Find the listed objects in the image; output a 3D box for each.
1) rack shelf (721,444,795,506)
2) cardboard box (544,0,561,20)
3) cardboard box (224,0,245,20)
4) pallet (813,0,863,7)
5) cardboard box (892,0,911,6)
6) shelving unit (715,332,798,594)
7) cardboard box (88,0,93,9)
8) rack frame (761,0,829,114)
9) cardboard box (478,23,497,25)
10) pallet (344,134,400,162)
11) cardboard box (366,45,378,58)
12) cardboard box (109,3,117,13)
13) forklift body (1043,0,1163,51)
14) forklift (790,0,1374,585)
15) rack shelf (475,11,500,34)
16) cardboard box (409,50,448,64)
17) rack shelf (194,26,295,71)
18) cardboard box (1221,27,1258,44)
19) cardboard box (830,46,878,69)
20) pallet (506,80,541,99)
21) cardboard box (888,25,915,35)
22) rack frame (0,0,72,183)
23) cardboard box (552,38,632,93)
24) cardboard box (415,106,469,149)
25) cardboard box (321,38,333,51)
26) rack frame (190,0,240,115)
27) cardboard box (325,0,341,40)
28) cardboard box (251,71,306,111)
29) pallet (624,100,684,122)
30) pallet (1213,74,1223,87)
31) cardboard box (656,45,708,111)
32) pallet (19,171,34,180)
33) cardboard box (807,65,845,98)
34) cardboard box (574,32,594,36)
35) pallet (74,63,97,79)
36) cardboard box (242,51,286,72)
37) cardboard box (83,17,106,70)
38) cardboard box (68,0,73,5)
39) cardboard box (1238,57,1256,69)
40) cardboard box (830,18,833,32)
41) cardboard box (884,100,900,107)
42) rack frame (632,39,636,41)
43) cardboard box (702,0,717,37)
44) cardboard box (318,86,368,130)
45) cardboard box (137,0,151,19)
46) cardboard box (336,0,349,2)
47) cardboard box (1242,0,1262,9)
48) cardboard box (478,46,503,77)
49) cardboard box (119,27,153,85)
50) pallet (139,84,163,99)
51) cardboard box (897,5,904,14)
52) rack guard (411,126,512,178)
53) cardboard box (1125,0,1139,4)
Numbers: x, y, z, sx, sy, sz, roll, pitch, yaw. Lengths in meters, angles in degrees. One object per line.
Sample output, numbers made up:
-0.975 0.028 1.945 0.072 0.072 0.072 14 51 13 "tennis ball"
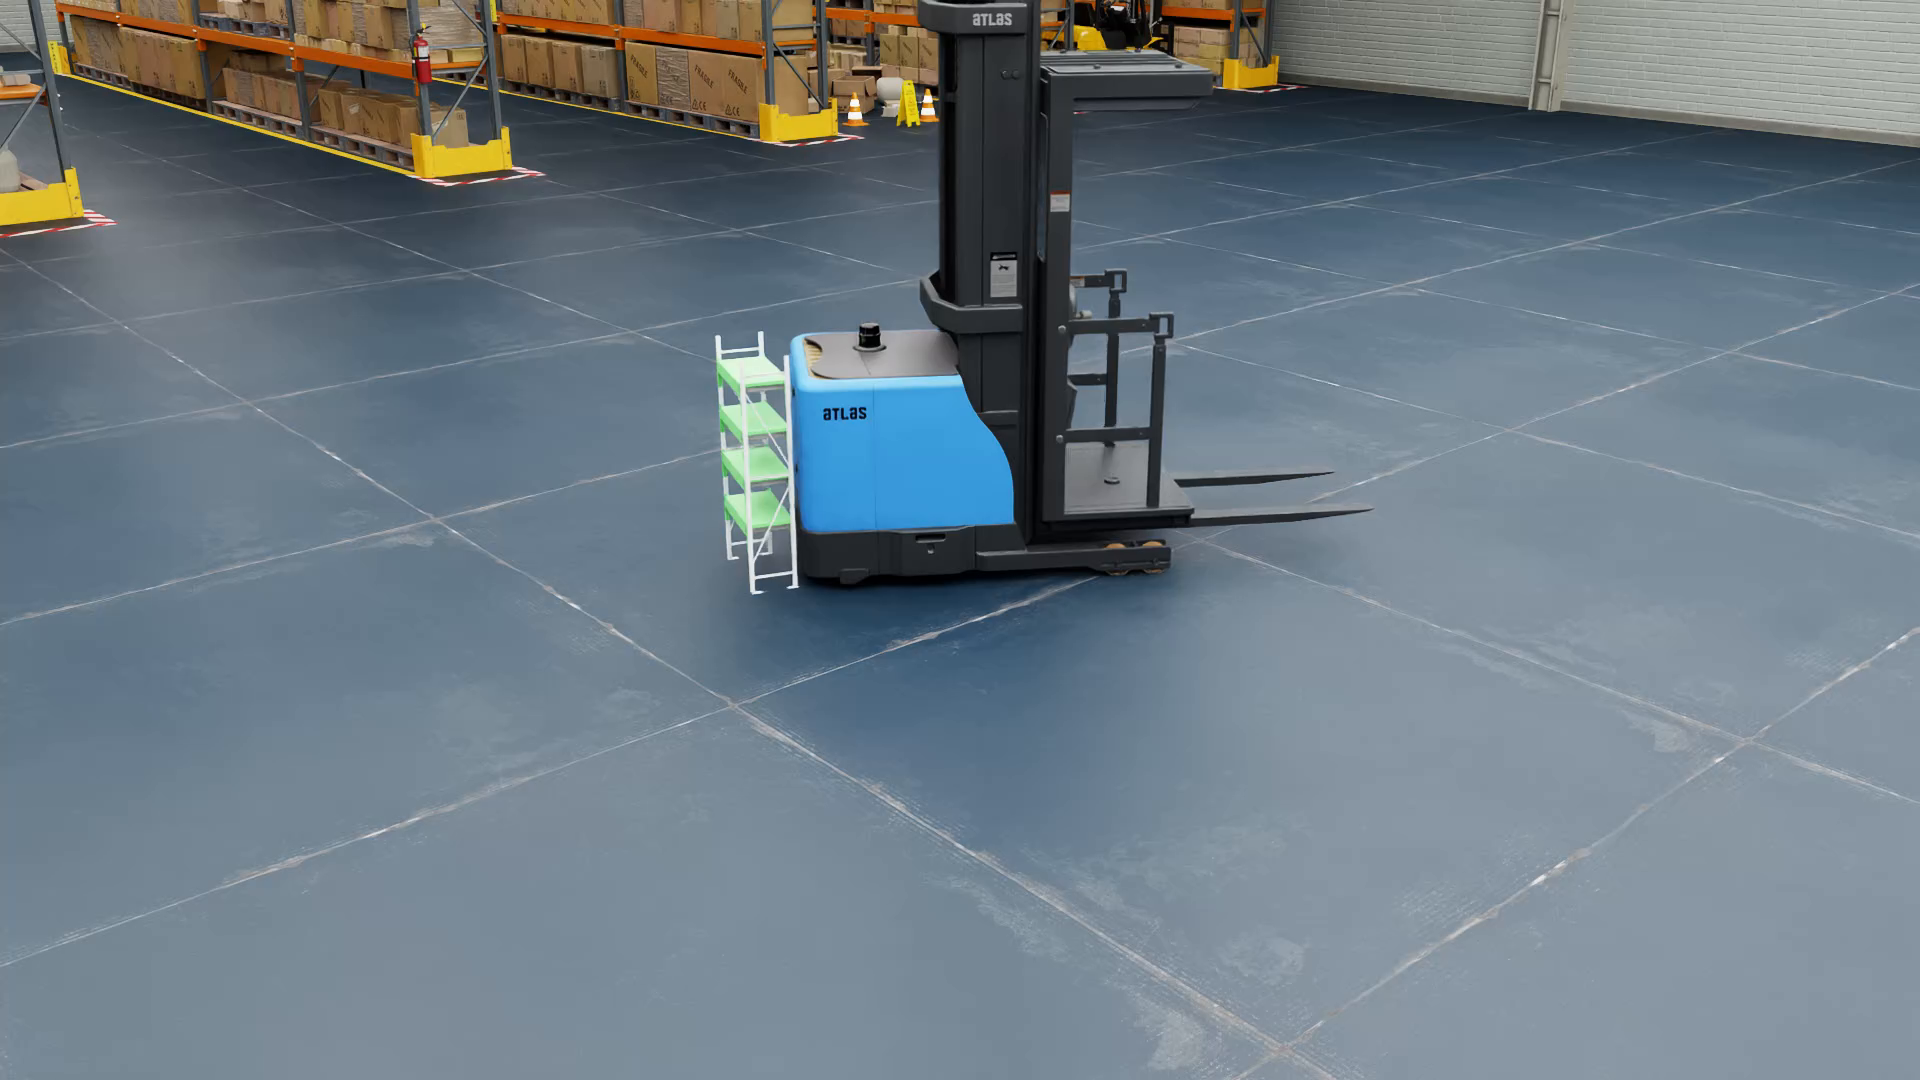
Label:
-1.018 -0.329 8.354 0.258 0.148 0.480 -8 23 -19 "rack shelf"
-6.435 -8.757 27.092 0.500 0.500 0.500 -18 28 -38 "cardboard box"
-10.413 -7.771 24.342 0.500 0.250 0.500 -18 28 -39 "cardboard box"
-2.502 -9.896 30.400 1.003 0.211 1.213 -17 27 -37 "pallet"
-0.793 -9.281 28.023 0.500 0.500 0.500 -18 27 -38 "cardboard box"
-1.018 -0.388 8.330 0.258 1.200 0.503 -8 23 -19 "shelving unit"
-15.231 -9.513 29.503 0.380 0.149 0.250 -18 28 -38 "cardboard box"
-2.288 -7.106 23.014 1.000 3.000 0.127 -17 27 -37 "rack frame"
-8.762 -9.369 30.615 0.500 0.250 0.500 -19 28 -40 "cardboard box"
-7.456 -5.246 22.087 1.003 0.211 1.213 -17 27 -37 "pallet"
-7.282 -6.207 21.064 0.380 0.149 0.250 -17 27 -37 "cardboard box"
-14.391 -9.158 28.597 0.380 0.149 0.250 -17 27 -37 "cardboard box"
2.534 -9.189 29.497 2.313 2.155 1.214 -17 27 -37 "forklift body"
0.648 -1.367 8.456 3.031 2.935 1.130 -3 22 -7 "forklift"
-8.815 -9.534 30.199 1.077 0.370 4.000 -17 27 -37 "rack shelf"
-6.454 -5.866 20.192 0.380 0.149 0.250 -17 27 -37 "cardboard box"
-10.028 -7.276 24.434 1.077 0.370 4.000 -17 27 -37 "rack shelf"
4.984 -9.054 29.810 0.500 0.250 0.500 -18 28 -38 "cardboard box"
-2.031 -8.732 30.192 0.950 0.372 0.625 -15 26 -34 "cardboard box"
-7.052 -7.782 28.564 1.003 0.211 1.213 -17 27 -37 "pallet"
-0.998 -8.708 28.380 0.380 0.149 0.250 -17 27 -37 "cardboard box"
-9.863 -4.774 17.060 1.000 3.000 0.127 -17 27 -37 "rack frame"
-5.999 -7.777 27.235 1.050 0.750 0.750 -17 27 -37 "cardboard box"
-6.506 -5.161 20.901 0.500 0.500 0.500 -12 24 -28 "cardboard box"
-8.170 -6.530 21.888 0.380 0.149 0.250 -17 27 -37 "cardboard box"
-11.333 -8.164 25.714 1.000 3.000 0.127 -17 27 -37 "rack frame"
-7.773 -6.844 21.799 0.875 0.500 0.500 -17 27 -37 "cardboard box"
-10.134 -6.719 24.850 0.700 0.500 0.500 -15 26 -33 "cardboard box"
-4.462 -6.684 25.760 1.003 0.211 1.213 -17 27 -37 "pallet"
4.623 -8.398 30.136 1.003 0.211 1.213 -17 27 -37 "pallet"
-3.950 -6.979 25.027 0.875 0.875 0.875 -17 27 -37 "cardboard box"
-11.267 -4.048 19.030 1.003 0.211 1.213 -17 27 -37 "pallet"
-2.285 -7.352 26.879 0.797 0.637 0.503 -17 27 -37 "cardboard box"
-7.937 -11.326 36.726 0.875 0.438 0.875 -17 27 -36 "cardboard box"
-15.974 -8.873 31.349 1.003 0.211 1.213 -17 27 -37 "pallet"
-10.519 -7.232 25.130 0.500 0.250 0.500 -14 25 -32 "cardboard box"
-15.483 -9.171 30.623 0.875 0.875 0.875 -17 27 -37 "cardboard box"
-16.066 -9.867 30.408 0.380 0.149 0.250 -18 28 -38 "cardboard box"
4.982 -8.593 30.004 0.500 0.250 0.500 -17 27 -37 "cardboard box"
-2.931 -11.993 38.602 0.500 0.311 0.500 -16 27 -36 "cardboard box"
-0.989 -6.866 26.310 0.380 0.149 0.250 -4 22 -10 "cardboard box"
-6.437 -11.628 34.559 1.000 3.000 0.127 -17 27 -37 "rack frame"
-3.210 -7.599 24.067 0.875 0.550 0.550 -17 27 -37 "cardboard box"
-8.491 -5.970 22.965 0.500 0.500 0.500 -18 28 -39 "cardboard box"
-13.178 -8.852 27.333 0.500 0.500 0.500 -18 28 -39 "cardboard box"
-7.633 -7.113 21.115 0.500 0.500 0.500 -17 27 -37 "cardboard box"
5.041 -9.745 29.613 0.500 0.500 0.500 -16 27 -36 "cardboard box"
-8.137 -8.468 29.342 0.500 0.500 0.500 -18 27 -38 "cardboard box"
-13.511 -8.303 28.407 1.225 0.875 0.875 -17 27 -37 "cardboard box"
-13.383 -7.775 28.545 1.003 0.211 1.213 -17 27 -37 "pallet"
-0.851 -9.014 28.229 0.380 0.149 0.250 -18 27 -38 "cardboard box"
-6.161 -4.810 20.580 1.175 0.500 0.348 -17 27 -37 "rack guard"
3.319 -10.182 30.731 0.500 0.500 0.500 -18 28 -38 "cardboard box"
